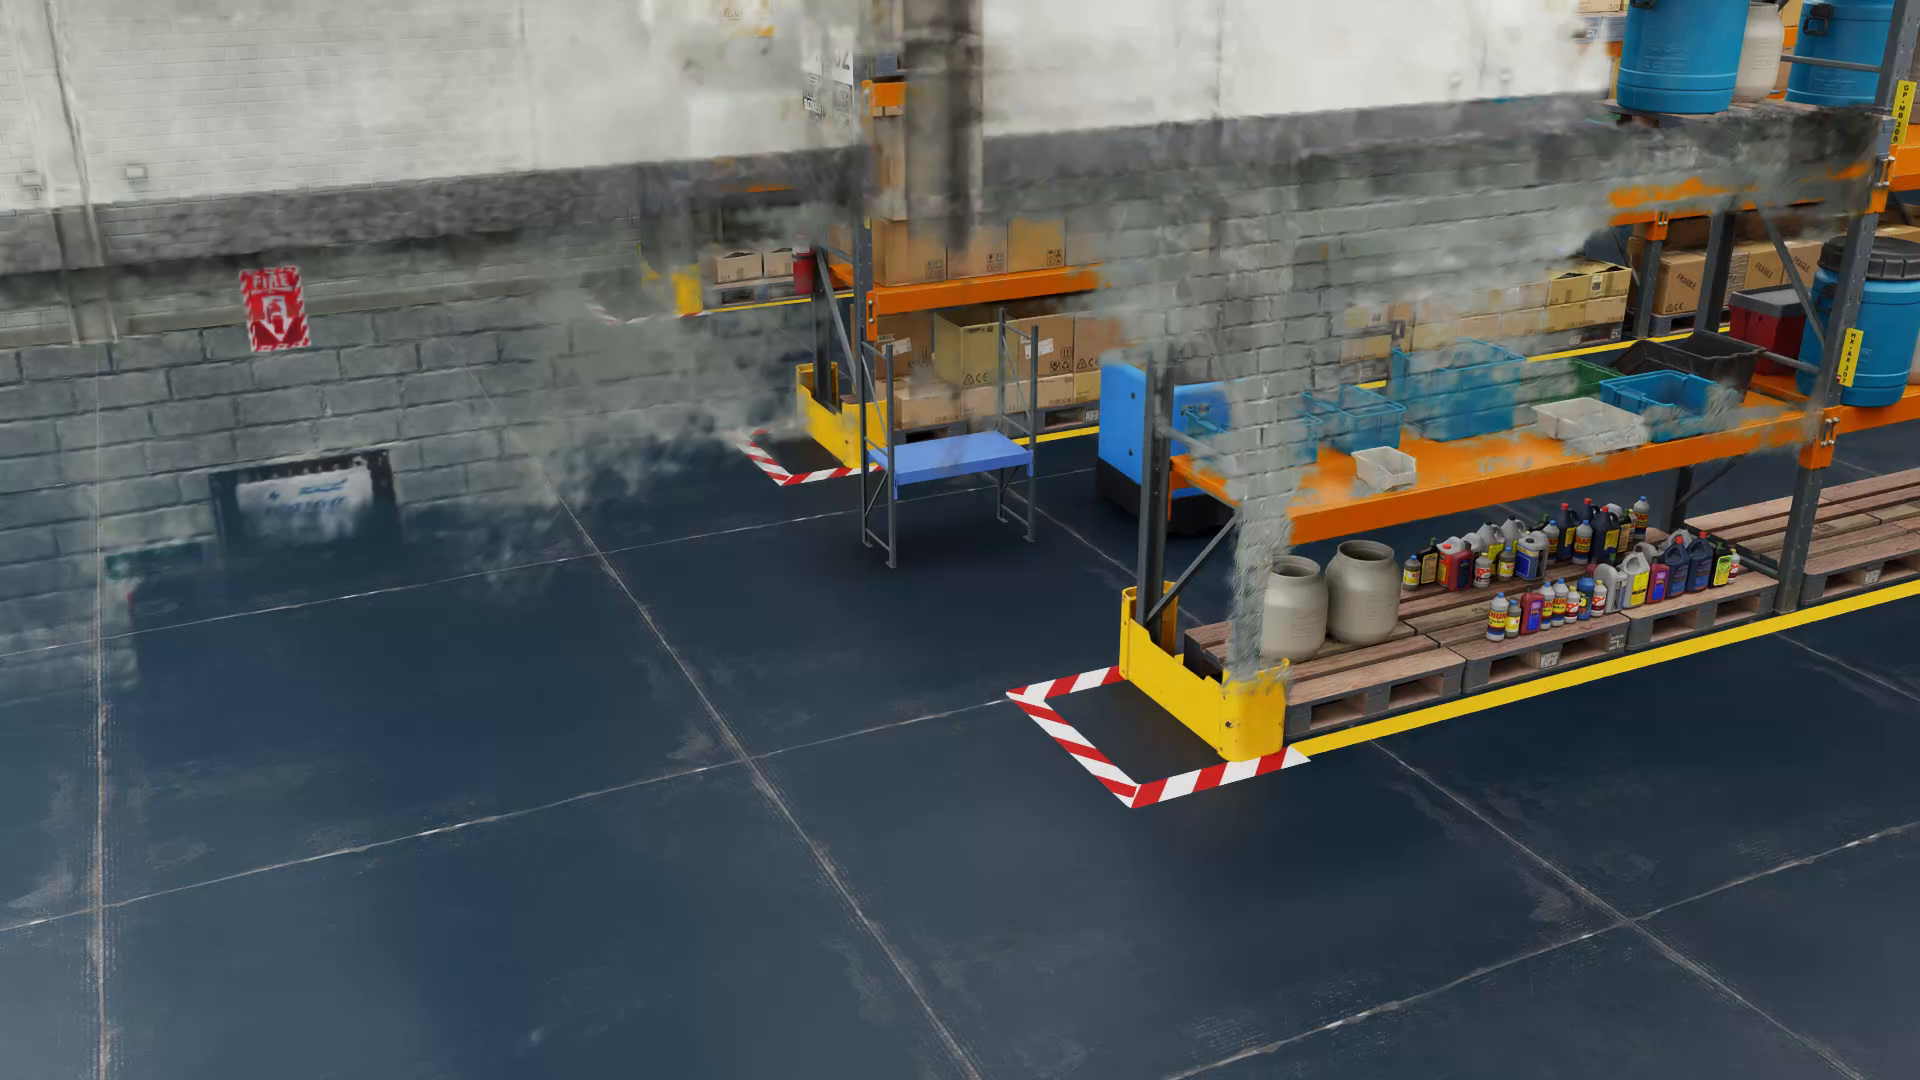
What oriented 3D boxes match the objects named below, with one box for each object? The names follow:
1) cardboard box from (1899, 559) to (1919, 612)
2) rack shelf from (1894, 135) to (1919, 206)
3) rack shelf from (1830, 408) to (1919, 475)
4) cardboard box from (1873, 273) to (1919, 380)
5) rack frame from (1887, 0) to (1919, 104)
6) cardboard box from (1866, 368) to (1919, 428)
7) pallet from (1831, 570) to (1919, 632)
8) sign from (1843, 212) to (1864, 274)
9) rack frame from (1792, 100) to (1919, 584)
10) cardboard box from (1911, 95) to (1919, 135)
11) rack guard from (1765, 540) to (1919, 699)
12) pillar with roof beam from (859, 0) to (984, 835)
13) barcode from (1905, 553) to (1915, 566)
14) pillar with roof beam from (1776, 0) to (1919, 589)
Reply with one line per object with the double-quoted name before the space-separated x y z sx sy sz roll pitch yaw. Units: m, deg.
"cardboard box" -2.394 -2.901 17.276 0.500 0.311 0.500 -14 26 -30
"rack shelf" -1.255 -5.241 17.009 4.000 0.370 1.077 -10 25 -24
"rack shelf" -1.255 -3.856 17.583 4.000 0.370 1.077 -10 25 -24
"cardboard box" -2.724 -4.294 16.891 0.500 0.500 0.500 -11 25 -24
"rack frame" -3.057 -6.628 15.496 0.127 3.000 1.000 -10 25 -24
"cardboard box" -2.720 -3.940 17.017 0.500 0.250 0.500 -10 25 -23
"pallet" -2.241 -2.703 17.504 1.213 0.211 1.003 -10 25 -24
"sign" -3.280 -4.732 16.832 0.005 0.325 0.100 -10 25 -24
"rack frame" -3.057 -3.856 16.644 0.127 3.000 1.000 -10 25 -24
"cardboard box" -2.791 -5.454 16.425 0.500 0.500 0.500 -9 24 -20
"rack guard" -2.988 -2.714 17.152 0.348 0.500 1.175 -10 25 -24
"pillar with roof beam" -6.341 -4.563 10.509 0.400 9.000 9.100 -10 25 -24
"barcode" -2.552 -3.046 17.615 0.075 0.075 0.001 -10 25 -24
"pillar with roof beam" -0.934 -5.559 12.913 0.400 9.000 9.100 -10 25 -24
